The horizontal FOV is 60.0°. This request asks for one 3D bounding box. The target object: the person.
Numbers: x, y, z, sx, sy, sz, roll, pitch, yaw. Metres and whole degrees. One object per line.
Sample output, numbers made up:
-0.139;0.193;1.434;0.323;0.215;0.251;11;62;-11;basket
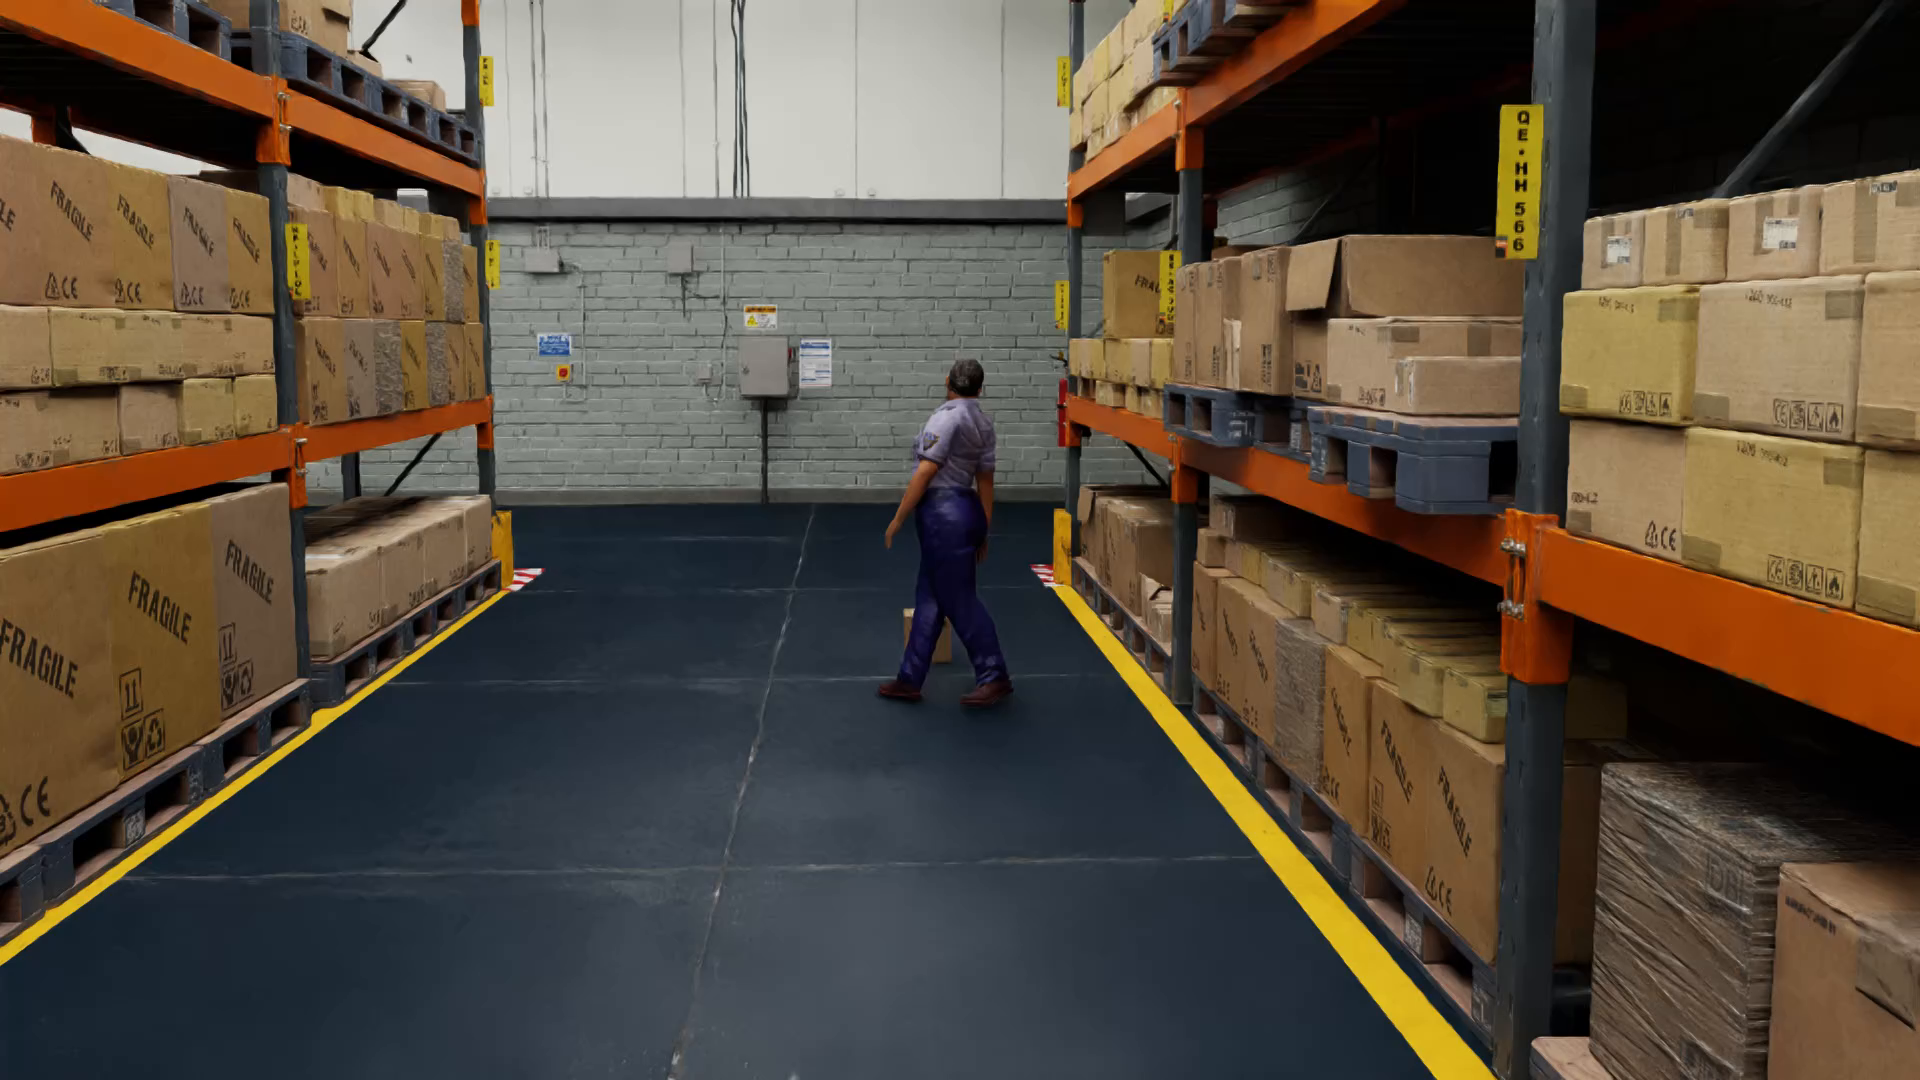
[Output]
-0.068;-0.040;7.828;0.681;1.606;0.527;2;7;18;person
